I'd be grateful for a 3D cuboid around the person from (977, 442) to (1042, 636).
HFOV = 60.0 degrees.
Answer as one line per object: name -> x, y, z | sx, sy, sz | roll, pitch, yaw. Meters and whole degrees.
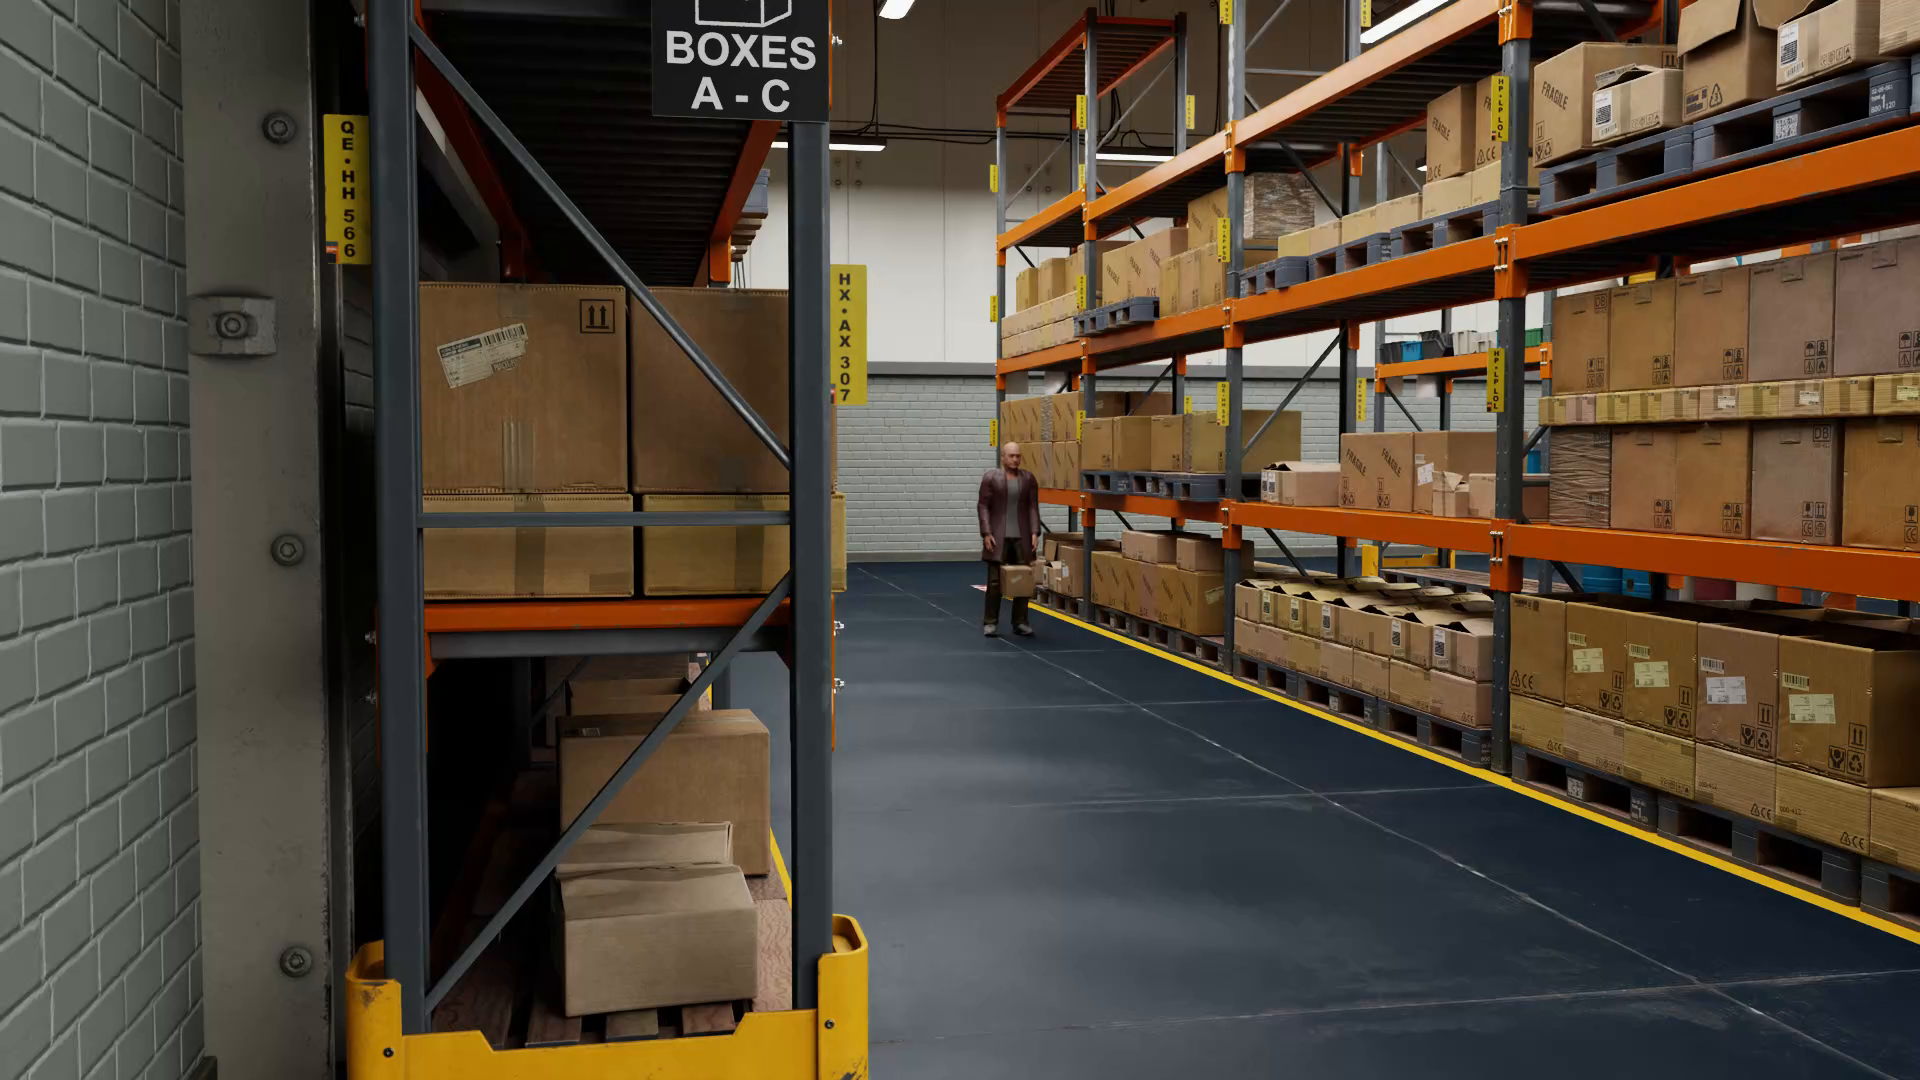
person -> 0.460, -0.014, 15.344 | 0.591, 1.777, 0.424 | -1, 3, -13
